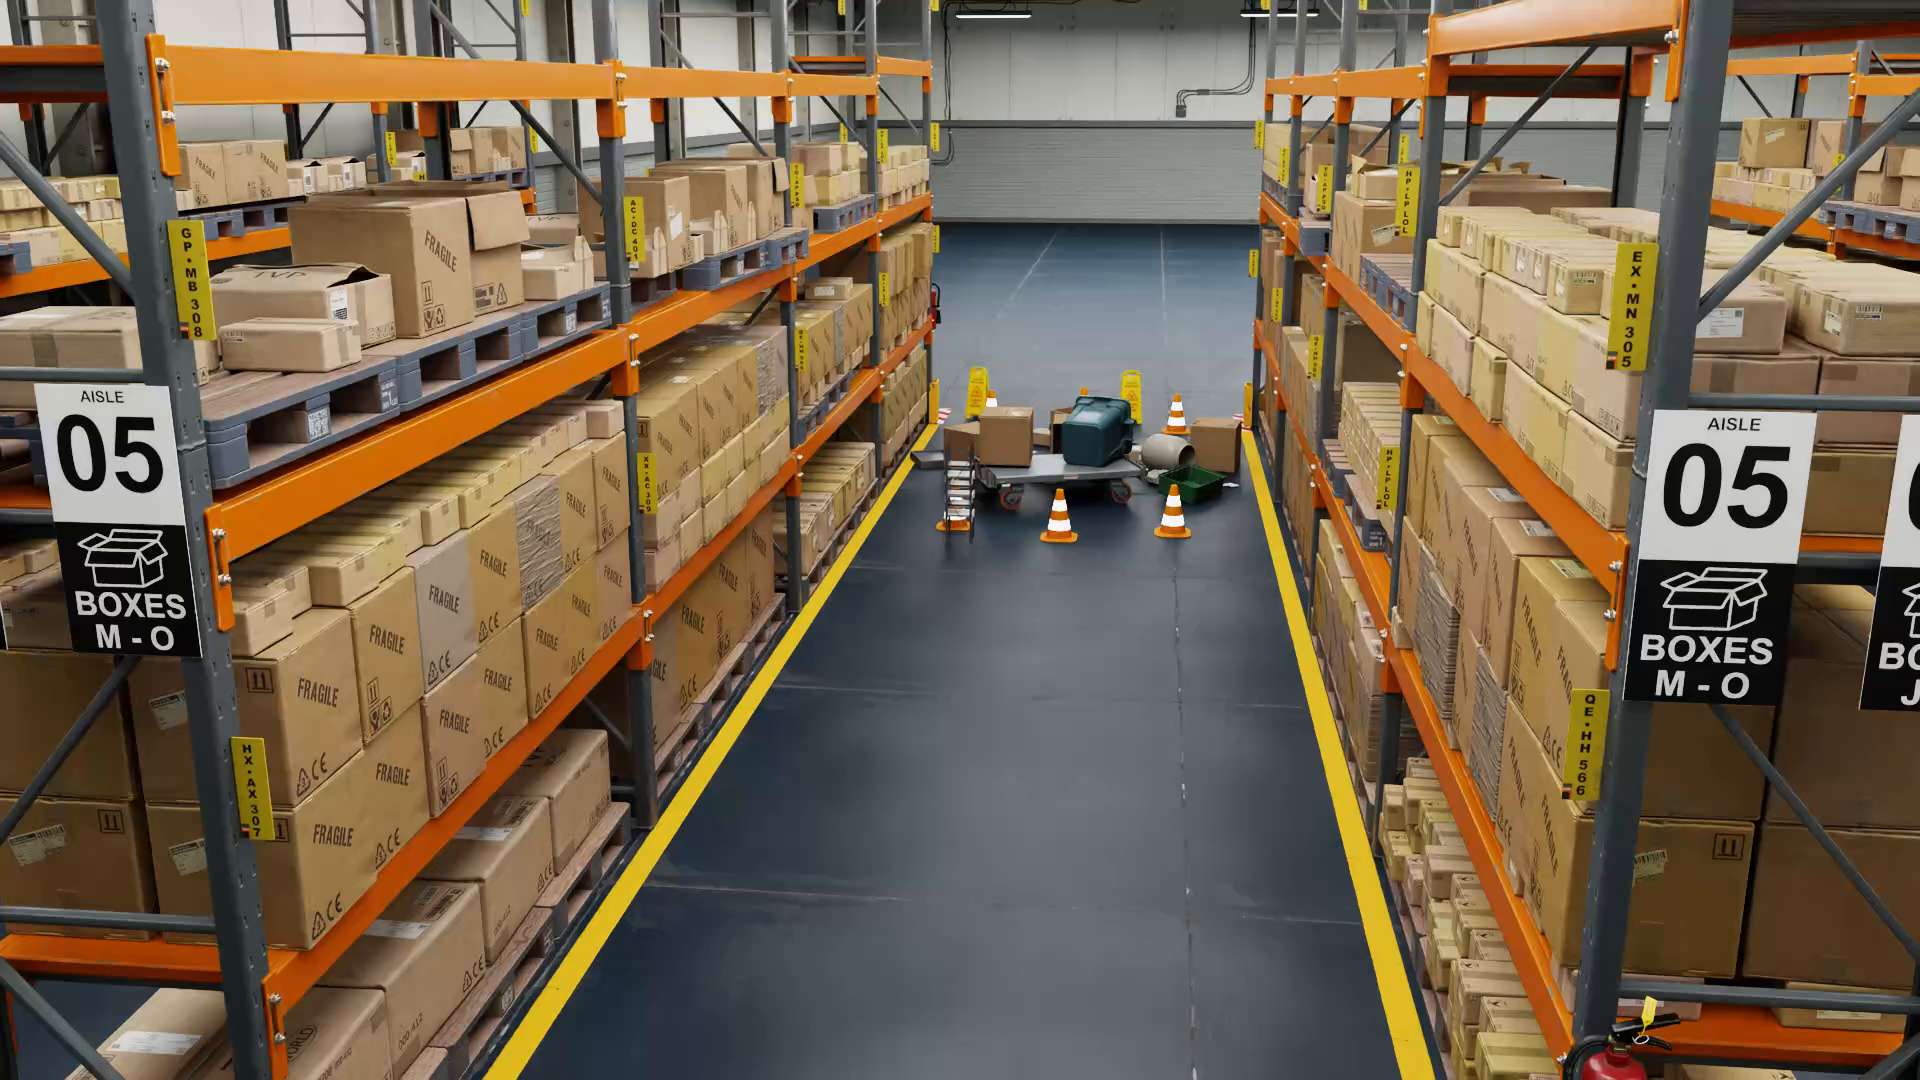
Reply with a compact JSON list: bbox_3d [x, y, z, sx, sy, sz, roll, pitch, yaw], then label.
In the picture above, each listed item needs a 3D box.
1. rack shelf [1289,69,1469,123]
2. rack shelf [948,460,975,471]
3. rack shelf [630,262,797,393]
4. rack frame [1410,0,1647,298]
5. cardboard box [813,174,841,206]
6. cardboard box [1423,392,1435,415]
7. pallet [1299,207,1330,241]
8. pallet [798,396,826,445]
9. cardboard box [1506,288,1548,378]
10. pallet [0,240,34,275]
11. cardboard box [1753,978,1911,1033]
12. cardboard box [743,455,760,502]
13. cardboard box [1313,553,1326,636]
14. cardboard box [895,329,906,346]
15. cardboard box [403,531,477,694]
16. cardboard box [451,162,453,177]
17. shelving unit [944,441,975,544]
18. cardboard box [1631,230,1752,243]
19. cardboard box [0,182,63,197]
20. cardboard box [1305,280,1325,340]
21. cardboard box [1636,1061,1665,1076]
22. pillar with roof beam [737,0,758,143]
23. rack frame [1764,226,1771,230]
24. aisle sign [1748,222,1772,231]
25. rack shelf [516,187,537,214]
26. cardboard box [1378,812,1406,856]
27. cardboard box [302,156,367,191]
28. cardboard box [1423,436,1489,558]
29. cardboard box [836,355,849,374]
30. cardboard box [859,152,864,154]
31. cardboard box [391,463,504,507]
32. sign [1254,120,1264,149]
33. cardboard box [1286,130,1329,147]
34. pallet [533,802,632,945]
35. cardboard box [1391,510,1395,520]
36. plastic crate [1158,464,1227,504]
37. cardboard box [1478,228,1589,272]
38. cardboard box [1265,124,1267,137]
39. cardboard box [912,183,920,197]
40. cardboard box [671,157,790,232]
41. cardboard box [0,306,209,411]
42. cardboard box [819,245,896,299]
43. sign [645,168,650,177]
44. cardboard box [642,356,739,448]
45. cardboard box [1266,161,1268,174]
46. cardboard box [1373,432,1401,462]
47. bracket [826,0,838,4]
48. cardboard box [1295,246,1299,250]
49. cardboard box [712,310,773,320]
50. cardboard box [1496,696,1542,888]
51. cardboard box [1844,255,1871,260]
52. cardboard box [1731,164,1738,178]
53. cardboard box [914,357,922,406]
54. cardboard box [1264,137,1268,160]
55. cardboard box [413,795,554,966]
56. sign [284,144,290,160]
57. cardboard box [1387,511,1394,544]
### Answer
[{"bbox_3d":[3.402,-3.650,13.653,1.077,0.370,4.000,2,15,6],"label":"rack shelf"},{"bbox_3d":[-0.001,-0.661,15.063,0.258,0.077,0.200,2,15,6],"label":"rack shelf"},{"bbox_3d":[-1.979,-1.477,10.598,1.077,0.370,4.000,2,15,6],"label":"rack shelf"},{"bbox_3d":[2.725,-2.634,7.752,1.000,3.000,0.127,2,15,6],"label":"rack frame"},{"bbox_3d":[-1.344,-3.092,14.674,0.500,0.250,0.500,2,15,7],"label":"cardboard box"},{"bbox_3d":[3.496,-0.932,12.760,0.500,0.500,0.500,2,15,7],"label":"cardboard box"},{"bbox_3d":[3.320,-2.591,13.701,1.003,0.211,1.213,2,15,9],"label":"pallet"},{"bbox_3d":[-1.779,-0.991,13.534,1.213,0.211,1.003,2,15,6],"label":"pallet"},{"bbox_3d":[2.190,-0.710,5.712,0.500,0.250,0.500,2,15,7],"label":"cardboard box"},{"bbox_3d":[-6.880,-1.796,10.760,1.213,0.211,1.003,2,15,6],"label":"pallet"},{"bbox_3d":[2.636,1.346,5.006,0.380,0.149,0.250,2,15,6],"label":"cardboard box"},{"bbox_3d":[-1.667,-0.421,11.347,0.500,0.250,0.500,2,15,6],"label":"cardboard box"},{"bbox_3d":[2.843,0.404,11.992,0.500,0.500,0.500,1,15,4],"label":"cardboard box"},{"bbox_3d":[-0.794,-2.215,18.176,0.380,0.149,0.250,2,15,7],"label":"cardboard box"},{"bbox_3d":[-2.217,0.265,6.417,0.500,0.500,0.500,2,15,6],"label":"cardboard box"},{"bbox_3d":[-5.765,-4.088,18.136,0.396,0.266,0.258,1,15,5],"label":"cardboard box"},{"bbox_3d":[-0.001,-0.432,15.125,0.258,0.900,0.210,2,15,6],"label":"shelving unit"},{"bbox_3d":[2.841,-1.122,6.472,0.380,0.149,0.250,2,15,6],"label":"cardboard box"},{"bbox_3d":[-6.615,-2.454,11.785,0.380,0.149,0.250,1,15,5],"label":"cardboard box"},{"bbox_3d":[3.522,-2.082,15.094,0.700,0.500,0.500,1,15,5],"label":"cardboard box"},{"bbox_3d":[2.684,1.856,6.156,0.380,0.149,0.250,1,15,4],"label":"cardboard box"},{"bbox_3d":[-0.448,-10.399,36.468,9.100,9.000,0.400,2,15,6],"label":"pillar with roof beam"},{"bbox_3d":[8.996,-2.678,19.408,1.000,3.000,0.127,2,15,6],"label":"rack frame"},{"bbox_3d":[9.301,-3.940,19.095,0.394,0.787,0.004,2,15,6],"label":"aisle sign"},{"bbox_3d":[-6.008,-3.697,18.808,1.077,0.370,4.000,2,15,6],"label":"rack shelf"},{"bbox_3d":[2.365,1.520,8.538,0.380,0.149,0.250,1,15,4],"label":"cardboard box"},{"bbox_3d":[-6.074,-3.539,16.019,0.500,0.311,0.500,1,15,4],"label":"cardboard box"},{"bbox_3d":[2.389,-0.168,7.447,0.500,0.500,0.500,1,15,5],"label":"cardboard box"},{"bbox_3d":[-1.215,-1.608,15.128,0.380,0.149,0.250,2,15,6],"label":"cardboard box"},{"bbox_3d":[-0.869,-3.986,17.452,0.380,0.149,0.250,1,15,4],"label":"cardboard box"},{"bbox_3d":[-2.143,-0.219,6.962,0.380,0.149,0.250,2,15,6],"label":"cardboard box"},{"bbox_3d":[3.529,-4.776,19.595,0.100,0.325,0.005,2,15,6],"label":"sign"},{"bbox_3d":[3.353,-3.880,16.063,0.380,0.149,0.250,2,15,6],"label":"cardboard box"},{"bbox_3d":[-2.368,1.683,8.620,1.003,0.211,1.213,2,15,6],"label":"pallet"},{"bbox_3d":[2.634,-0.205,9.368,0.380,0.149,0.250,2,15,9],"label":"cardboard box"},{"bbox_3d":[2.346,-0.567,16.877,0.450,0.188,0.662,22,25,31],"label":"plastic crate"},{"bbox_3d":[2.256,-1.140,6.538,0.380,0.149,0.250,2,15,9],"label":"cardboard box"},{"bbox_3d":[3.726,-4.736,19.229,0.380,0.149,0.250,2,15,7],"label":"cardboard box"},{"bbox_3d":[-0.672,-4.063,19.262,0.380,0.149,0.250,2,15,8],"label":"cardboard box"},{"bbox_3d":[-1.646,-2.493,11.976,0.797,0.503,0.637,1,15,3],"label":"cardboard box"},{"bbox_3d":[-2.694,-0.566,5.142,0.500,0.250,0.500,0,15,1],"label":"cardboard box"},{"bbox_3d":[-1.037,-2.715,16.867,0.700,0.500,0.500,2,15,6],"label":"cardboard box"},{"bbox_3d":[-2.292,-2.609,12.416,0.100,0.325,0.005,2,15,6],"label":"sign"},{"bbox_3d":[-1.728,-0.891,10.693,0.500,0.500,0.500,1,15,5],"label":"cardboard box"},{"bbox_3d":[3.665,-4.218,18.840,0.380,0.149,0.250,2,15,6],"label":"cardboard box"},{"bbox_3d":[2.725,-0.555,10.092,0.380,0.149,0.250,1,15,4],"label":"cardboard box"},{"bbox_3d":[-3.357,-14.589,45.069,0.076,0.066,4.783,2,15,6],"label":"bracket"},{"bbox_3d":[3.848,-2.783,17.441,0.875,0.550,0.550,2,15,6],"label":"cardboard box"},{"bbox_3d":[-1.875,-1.681,14.155,0.500,0.500,0.500,1,15,2],"label":"cardboard box"},{"bbox_3d":[2.132,0.850,5.599,0.500,0.500,0.500,1,15,5],"label":"cardboard box"},{"bbox_3d":[8.322,-2.440,15.850,0.500,0.500,0.500,2,15,6],"label":"cardboard box"},{"bbox_3d":[8.704,-4.048,18.251,0.380,0.149,0.250,1,15,5],"label":"cardboard box"},{"bbox_3d":[-0.737,-1.856,19.396,0.500,0.500,0.500,2,15,8],"label":"cardboard box"},{"bbox_3d":[3.770,-4.503,19.131,0.500,0.250,0.500,2,15,6],"label":"cardboard box"},{"bbox_3d":[-2.482,1.568,7.808,0.875,0.438,0.875,1,15,5],"label":"cardboard box"},{"bbox_3d":[-6.786,-3.830,16.777,0.100,0.325,0.005,2,15,6],"label":"sign"},{"bbox_3d":[2.632,-0.060,9.403,0.380,0.149,0.250,2,15,6],"label":"cardboard box"}]
